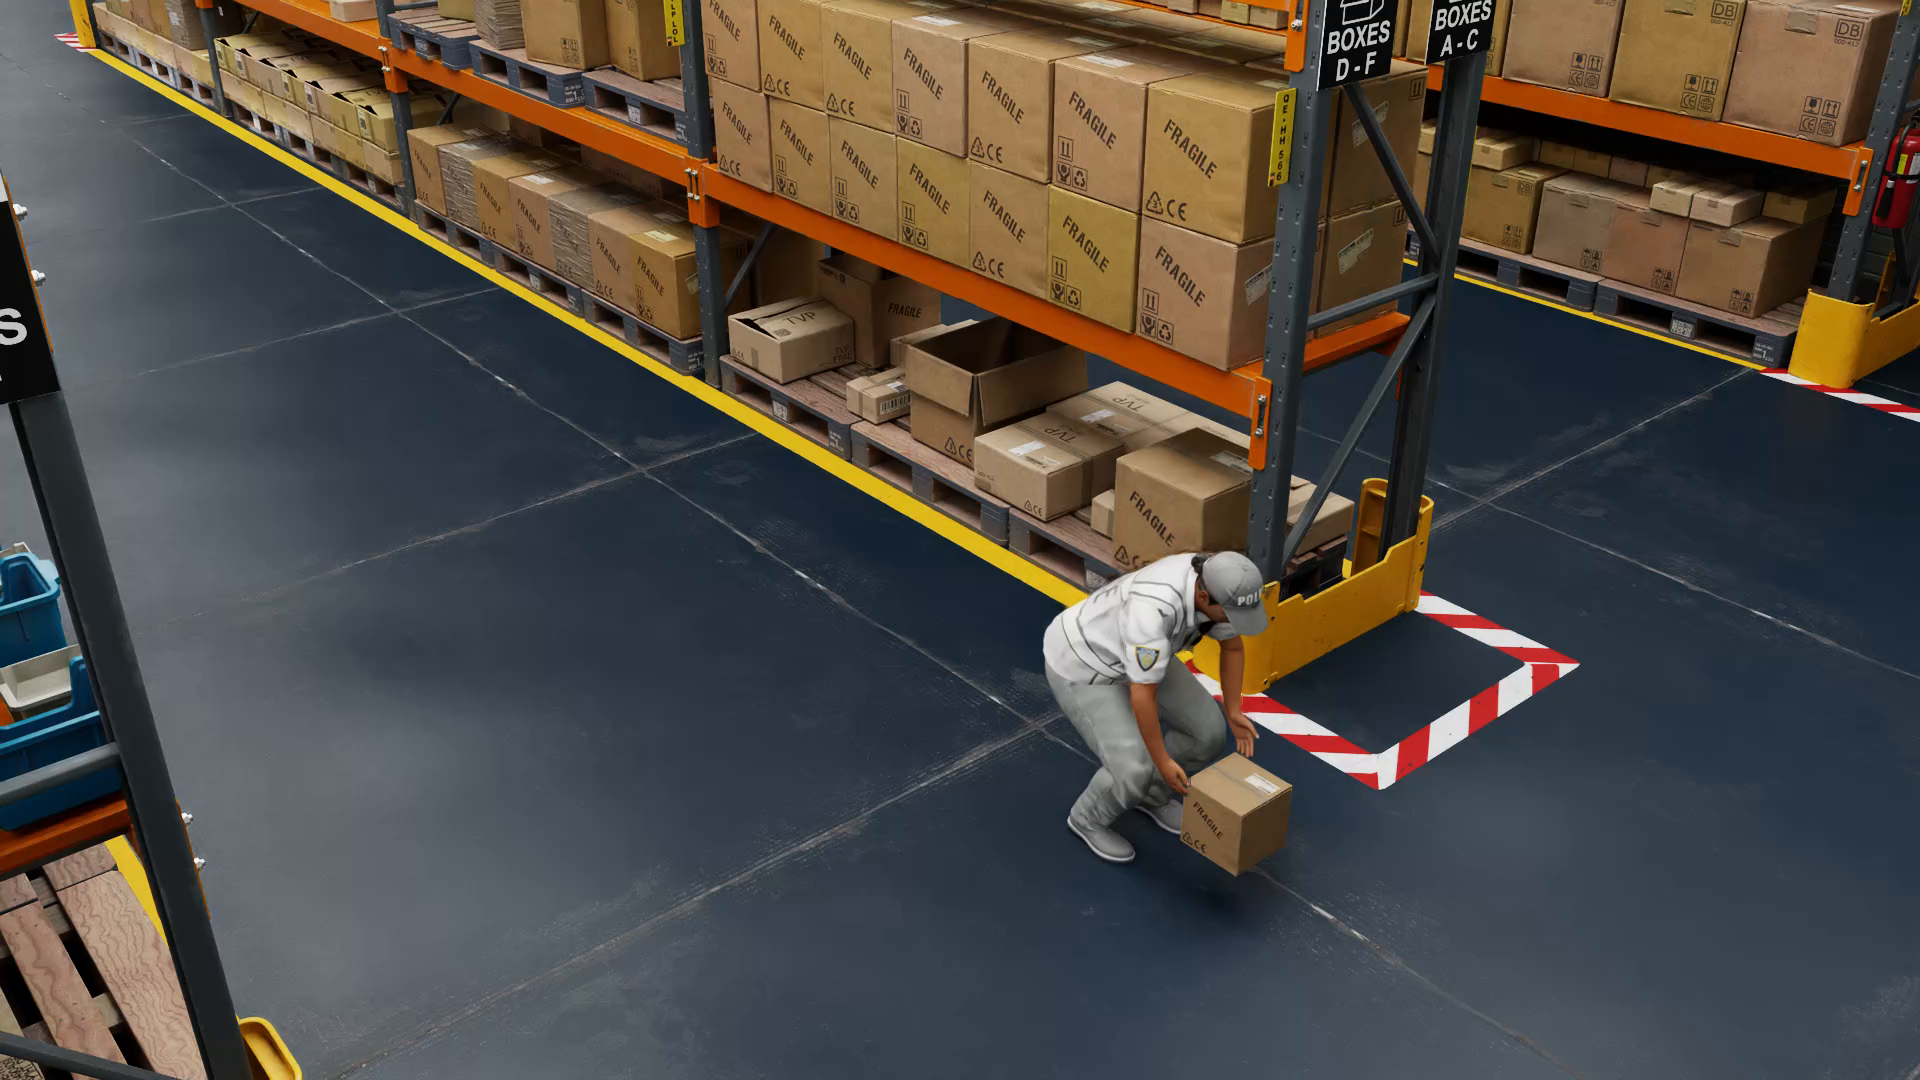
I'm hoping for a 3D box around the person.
[{"bbox_3d":[0.671,0.499,5.652,0.540,1.239,0.794,-22,35,-35],"label":"person"}]
